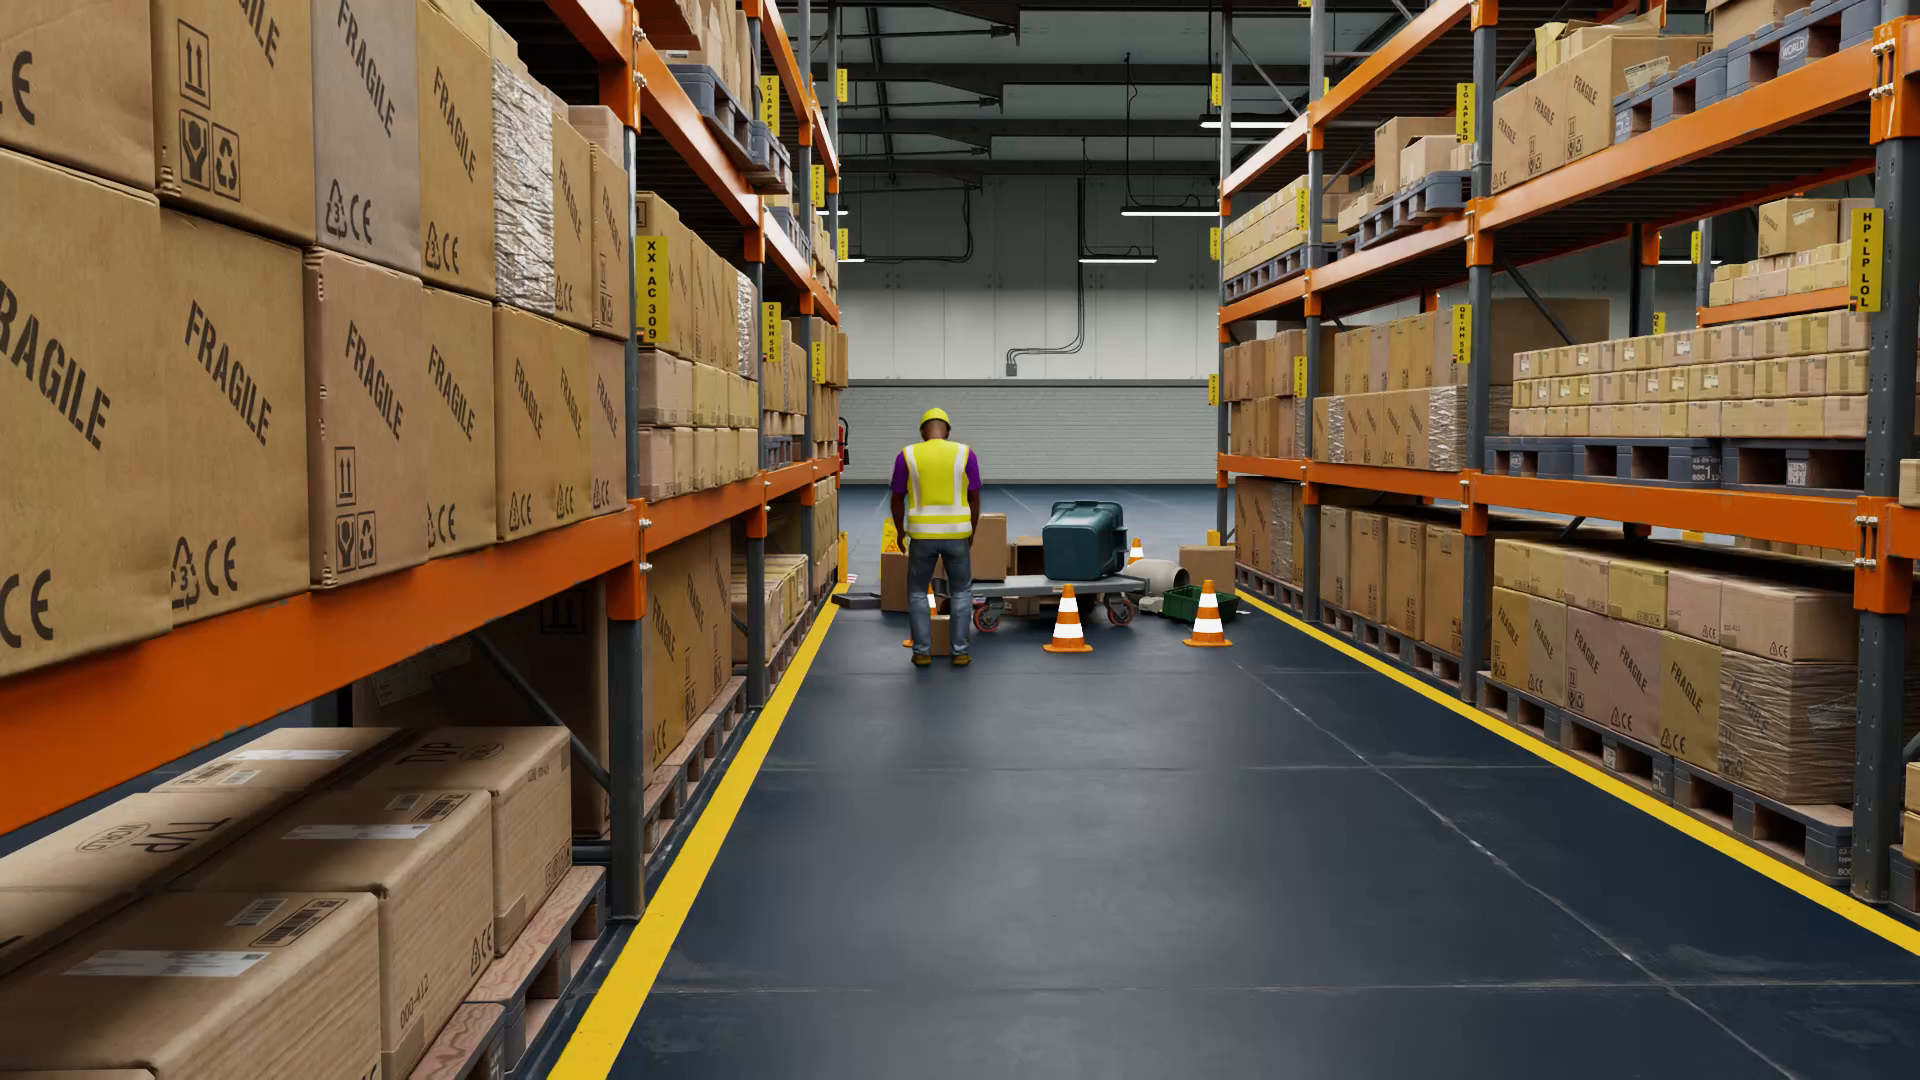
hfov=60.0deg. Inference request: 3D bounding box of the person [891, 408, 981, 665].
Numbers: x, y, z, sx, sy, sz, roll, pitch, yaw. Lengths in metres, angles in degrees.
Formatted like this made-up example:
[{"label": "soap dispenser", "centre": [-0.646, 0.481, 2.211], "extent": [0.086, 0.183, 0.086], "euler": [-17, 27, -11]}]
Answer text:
[{"label": "person", "centre": [-0.162, -0.027, 11.037], "extent": [0.598, 1.696, 0.491], "euler": [0, 4, 0]}]
